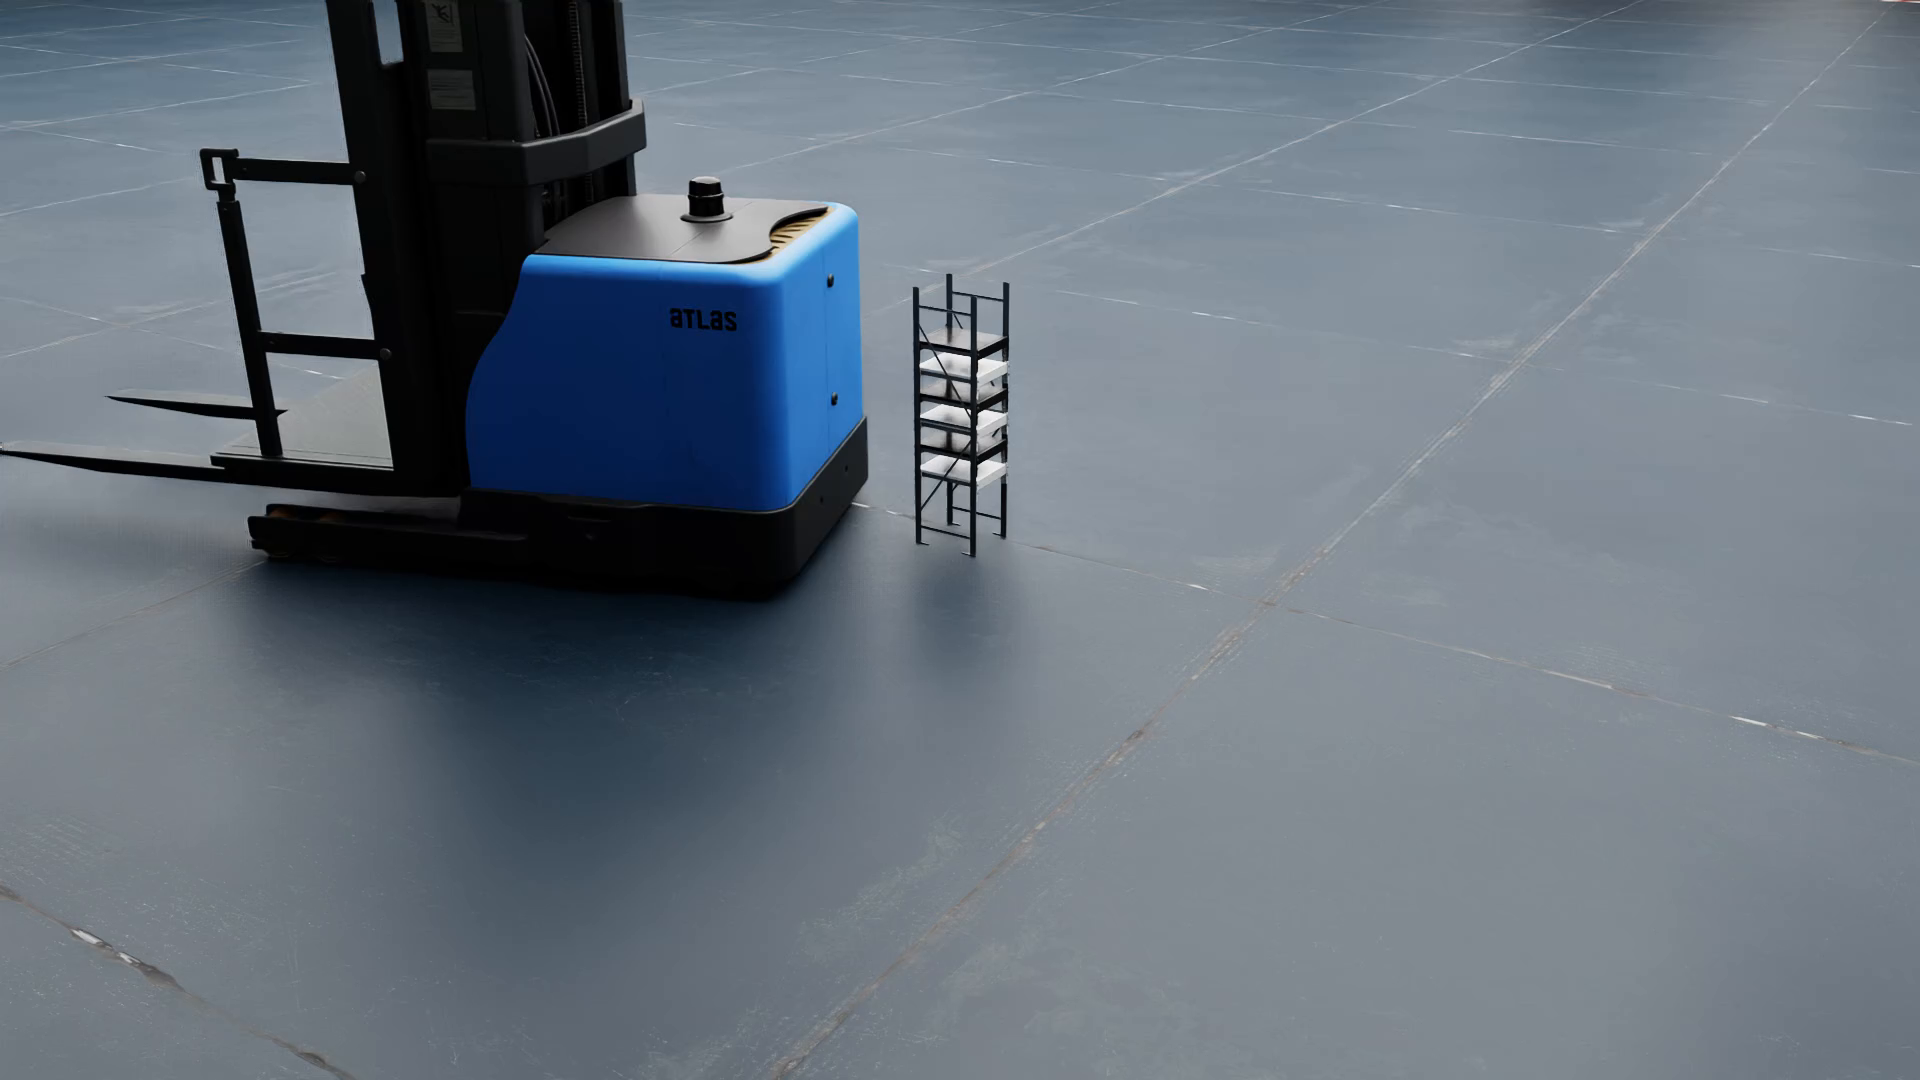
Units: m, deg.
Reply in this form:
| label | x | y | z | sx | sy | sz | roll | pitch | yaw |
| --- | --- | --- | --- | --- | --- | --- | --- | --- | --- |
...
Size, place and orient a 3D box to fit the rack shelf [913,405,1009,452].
| label | x | y | z | sx | sy | sz | roll | pitch | yaw |
| --- | --- | --- | --- | --- | --- | --- | --- | --- | --- |
| rack shelf | 0.004 | -0.385 | 5.591 | 0.258 | 0.077 | 0.200 | 14 | 27 | 29 |

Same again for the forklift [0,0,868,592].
| label | x | y | z | sx | sy | sz | roll | pitch | yaw |
| --- | --- | --- | --- | --- | --- | --- | --- | --- | --- |
| forklift | -1.908 | -1.466 | 5.447 | 3.031 | 2.935 | 1.130 | 5 | 24 | 11 |

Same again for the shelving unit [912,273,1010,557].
| label | x | y | z | sx | sy | sz | roll | pitch | yaw |
| --- | --- | --- | --- | --- | --- | --- | --- | --- | --- |
| shelving unit | 0.004 | -0.416 | 5.578 | 0.258 | 0.900 | 0.210 | 14 | 27 | 29 |

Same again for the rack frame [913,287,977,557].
| label | x | y | z | sx | sy | sz | roll | pitch | yaw |
| --- | --- | --- | --- | --- | --- | --- | --- | --- | --- |
| rack frame | -0.049 | -0.381 | 5.498 | 0.240 | 0.900 | 0.006 | 14 | 27 | 29 |

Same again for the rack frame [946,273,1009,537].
| label | x | y | z | sx | sy | sz | roll | pitch | yaw |
| --- | --- | --- | --- | --- | --- | --- | --- | --- | --- |
| rack frame | 0.058 | -0.450 | 5.657 | 0.240 | 0.900 | 0.006 | 14 | 27 | 29 |

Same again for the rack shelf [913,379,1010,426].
| label | x | y | z | sx | sy | sz | roll | pitch | yaw |
| --- | --- | --- | --- | --- | --- | --- | --- | --- | --- |
| rack shelf | 0.004 | -0.468 | 5.555 | 0.258 | 0.077 | 0.200 | 14 | 27 | 29 |

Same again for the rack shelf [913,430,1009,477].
| label | x | y | z | sx | sy | sz | roll | pitch | yaw |
| --- | --- | --- | --- | --- | --- | --- | --- | --- | --- |
| rack shelf | 0.004 | -0.303 | 5.627 | 0.258 | 0.077 | 0.200 | 14 | 27 | 29 |

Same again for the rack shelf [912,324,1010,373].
| label | x | y | z | sx | sy | sz | roll | pitch | yaw |
| --- | --- | --- | --- | --- | --- | --- | --- | --- | --- |
| rack shelf | 0.004 | -0.633 | 5.484 | 0.258 | 0.077 | 0.200 | 14 | 27 | 29 |

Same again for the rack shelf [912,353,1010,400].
| label | x | y | z | sx | sy | sz | roll | pitch | yaw |
| --- | --- | --- | --- | --- | --- | --- | --- | --- | --- |
| rack shelf | 0.004 | -0.550 | 5.519 | 0.258 | 0.077 | 0.200 | 14 | 27 | 29 |

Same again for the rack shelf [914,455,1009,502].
| label | x | y | z | sx | sy | sz | roll | pitch | yaw |
| --- | --- | --- | --- | --- | --- | --- | --- | --- | --- |
| rack shelf | 0.004 | -0.220 | 5.662 | 0.258 | 0.077 | 0.200 | 14 | 27 | 29 |
